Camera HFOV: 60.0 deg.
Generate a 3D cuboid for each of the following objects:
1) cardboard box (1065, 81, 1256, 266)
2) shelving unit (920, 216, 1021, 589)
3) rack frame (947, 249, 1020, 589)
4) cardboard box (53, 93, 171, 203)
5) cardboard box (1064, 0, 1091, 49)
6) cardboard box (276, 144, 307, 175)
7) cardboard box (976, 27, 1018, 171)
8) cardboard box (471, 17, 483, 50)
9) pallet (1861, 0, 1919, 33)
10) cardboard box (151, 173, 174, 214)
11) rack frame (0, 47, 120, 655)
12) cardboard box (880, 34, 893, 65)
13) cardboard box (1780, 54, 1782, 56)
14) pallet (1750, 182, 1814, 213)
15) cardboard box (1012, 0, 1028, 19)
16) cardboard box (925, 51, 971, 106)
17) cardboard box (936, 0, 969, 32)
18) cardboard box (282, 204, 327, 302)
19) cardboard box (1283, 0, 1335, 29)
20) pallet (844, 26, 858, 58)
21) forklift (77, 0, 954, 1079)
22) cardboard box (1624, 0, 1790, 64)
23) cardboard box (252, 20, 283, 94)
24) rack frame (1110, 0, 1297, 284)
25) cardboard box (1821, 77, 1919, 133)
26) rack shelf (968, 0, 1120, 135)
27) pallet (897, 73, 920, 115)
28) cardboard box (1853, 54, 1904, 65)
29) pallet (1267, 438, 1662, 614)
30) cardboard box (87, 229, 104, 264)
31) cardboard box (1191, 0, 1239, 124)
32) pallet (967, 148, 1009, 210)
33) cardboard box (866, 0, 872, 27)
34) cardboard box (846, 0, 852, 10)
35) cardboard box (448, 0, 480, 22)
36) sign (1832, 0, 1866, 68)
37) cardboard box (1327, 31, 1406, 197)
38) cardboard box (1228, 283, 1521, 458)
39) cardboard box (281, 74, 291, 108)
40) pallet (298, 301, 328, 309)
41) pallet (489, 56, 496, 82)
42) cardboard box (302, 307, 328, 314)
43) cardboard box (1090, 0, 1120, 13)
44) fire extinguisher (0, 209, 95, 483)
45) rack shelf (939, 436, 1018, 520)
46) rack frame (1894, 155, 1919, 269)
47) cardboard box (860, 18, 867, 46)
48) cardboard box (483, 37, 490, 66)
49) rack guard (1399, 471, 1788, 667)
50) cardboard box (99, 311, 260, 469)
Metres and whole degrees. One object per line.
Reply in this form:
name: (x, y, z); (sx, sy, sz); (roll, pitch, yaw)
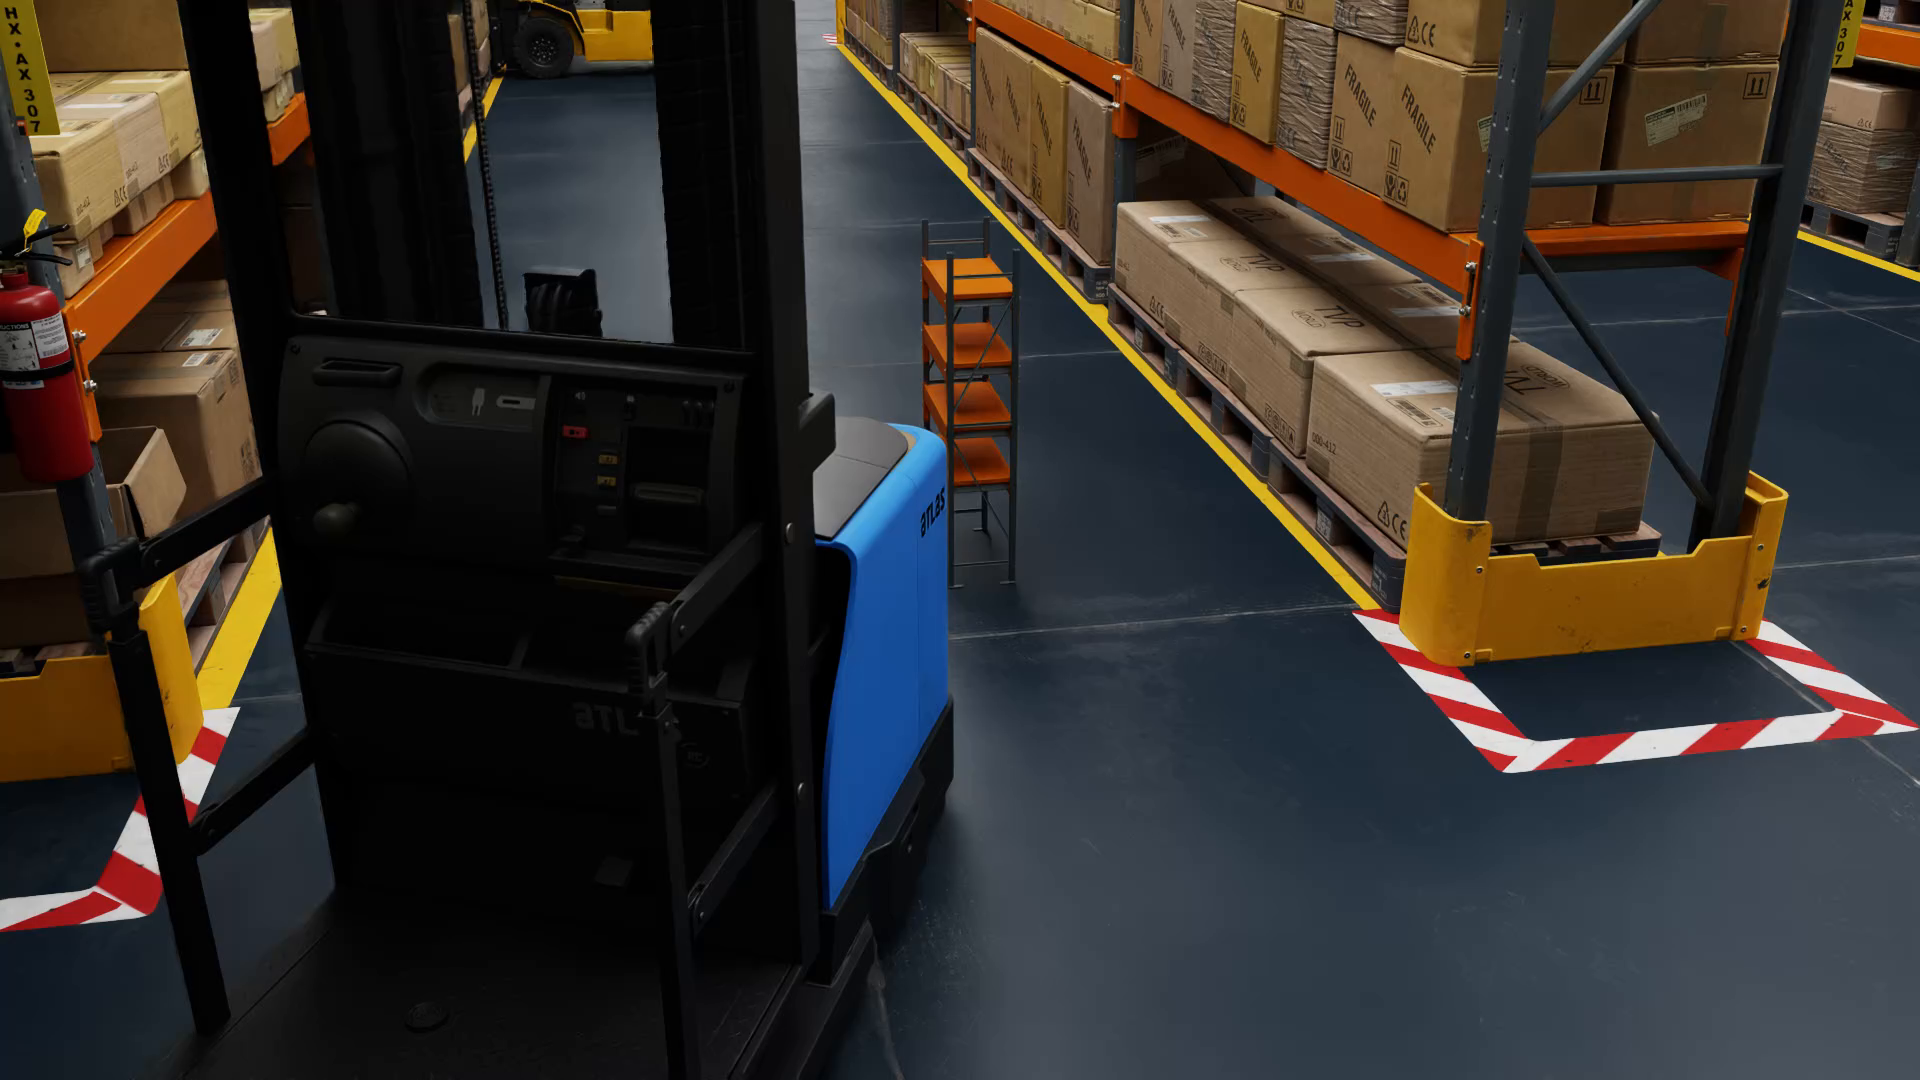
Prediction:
cardboard box: (1.129, -2.114, 9.471); (0.875, 0.875, 0.875); (-4, 24, -8)
shelving unit: (0.031, -0.485, 5.861); (0.258, 1.200, 0.503); (-4, 24, -10)
rack frame: (0.076, -0.389, 5.641); (0.240, 1.200, 0.015); (-4, 24, -10)
cardboard box: (-2.728, -1.179, 5.017); (0.500, 0.250, 0.500); (-4, 24, -9)
cardboard box: (0.898, -2.946, 9.436); (0.500, 0.250, 0.500); (-5, 24, -10)
cardboard box: (-3.420, -1.925, 8.326); (0.380, 0.149, 0.250); (-5, 24, -11)
cardboard box: (0.628, -3.171, 11.893); (0.875, 0.875, 0.875); (-5, 24, -10)
cardboard box: (-4.821, -4.809, 15.800); (0.500, 0.250, 0.500); (-4, 24, -10)
pallet: (6.169, -3.286, 10.267); (1.003, 0.211, 1.213); (-4, 24, -10)
cardboard box: (-2.824, -1.155, 5.460); (0.380, 0.149, 0.250); (-4, 24, -9)
rack frame: (-2.816, -0.715, 4.138); (1.000, 3.000, 0.127); (-4, 24, -10)
cardboard box: (-0.531, -4.949, 16.743); (0.500, 0.250, 0.500); (-3, 24, -7)
cardboard box: (5.490, -3.343, 11.817); (0.500, 0.250, 0.500); (-4, 24, -9)
pallet: (5.793, -2.572, 11.875); (1.003, 0.211, 1.213); (-4, 24, -10)
cardboard box: (0.629, -3.543, 10.802); (0.500, 0.250, 0.500); (-4, 24, -8)
cardboard box: (0.208, -4.030, 14.487); (0.950, 0.372, 0.625); (-4, 24, -8)
cardboard box: (-0.001, -5.332, 16.684); (0.500, 0.500, 0.500); (-3, 24, -7)
cardboard box: (-3.424, -1.542, 8.631); (0.500, 0.500, 0.500); (-3, 24, -7)
cardboard box: (1.525, -2.158, 6.068); (0.500, 0.500, 0.500); (-4, 24, -10)
pallet: (-0.768, -5.747, 19.145); (1.003, 0.211, 1.213); (-4, 24, -10)
forklift: (-0.894, -0.128, 2.882); (1.130, 2.935, 3.031); (6, 24, 14)
cardboard box: (2.253, -1.797, 5.243); (0.500, 0.500, 0.500); (-5, 24, -11)
cardboard box: (-3.114, -1.977, 6.845); (0.500, 0.250, 0.500); (-4, 24, -10)
rack frame: (1.322, -2.657, 8.585); (1.000, 3.000, 0.127); (-4, 24, -10)
cardboard box: (5.782, -2.728, 10.409); (0.500, 0.250, 0.500); (-5, 24, -11)
rack shelf: (0.952, -3.114, 10.531); (1.077, 0.370, 4.000); (-4, 24, -10)
pallet: (-0.012, -4.219, 15.647); (1.003, 0.211, 1.213); (-4, 24, -10)
cardboard box: (6.100, -3.174, 11.431); (0.500, 0.250, 0.500); (-3, 24, -8)
pallet: (1.837, -0.114, 6.248); (1.003, 0.211, 1.213); (-4, 24, -10)
cardboard box: (-2.700, -0.846, 4.753); (0.380, 0.149, 0.250); (-4, 24, -8)
cardboard box: (1.326, -2.104, 7.195); (0.500, 0.500, 0.500); (-4, 24, -9)
pallet: (0.654, -2.637, 12.023); (1.003, 0.211, 1.213); (-4, 24, -10)
cardboard box: (-0.722, -5.693, 17.511); (0.500, 0.500, 0.500); (-3, 24, -7)
cardboard box: (-1.015, -6.306, 18.914); (0.500, 0.500, 0.500); (-5, 24, -12)
cardboard box: (-4.816, -5.039, 15.701); (0.500, 0.250, 0.500); (-5, 24, -11)
sign: (2.608, -1.555, 4.882); (0.100, 0.325, 0.005); (-4, 24, -10)
cardboard box: (1.634, -1.498, 5.807); (0.500, 0.500, 0.500); (-5, 24, -11)
cardboard box: (1.664, -0.713, 6.812); (0.875, 0.438, 0.875); (-4, 24, -8)
cardboard box: (-3.179, -1.965, 7.316); (0.380, 0.149, 0.250); (-4, 24, -8)
pallet: (-3.743, -1.327, 9.025); (1.003, 0.211, 1.213); (-4, 24, -10)
pallet: (-5.370, -4.954, 17.328); (1.003, 0.211, 1.213); (-4, 24, -10)
cardboard box: (-3.164, -0.977, 7.775); (0.380, 0.149, 0.250); (-5, 24, -11)
cardboard box: (1.001, -2.973, 8.871); (0.500, 0.250, 0.500); (-4, 24, -10)
fire extinguisher: (-2.335, -0.485, 4.174); (0.296, 0.674, 0.183); (-4, 24, -10)
rack shelf: (0.031, -0.241, 5.967); (0.258, 0.148, 0.480); (-4, 24, -10)
rack frame: (6.168, -3.063, 9.515); (1.000, 3.000, 0.127); (-4, 24, -10)
cardboard box: (-0.819, -5.556, 18.135); (0.500, 0.250, 0.500); (-3, 24, -6)
cardboard box: (-4.908, -4.780, 16.359); (0.500, 0.250, 0.500); (-5, 24, -11)
rack guard: (2.066, 0.072, 5.462); (1.175, 0.500, 0.348); (-4, 24, -10)
cardboard box: (-2.955, -0.564, 6.391); (0.500, 0.500, 0.500); (-4, 24, -9)
